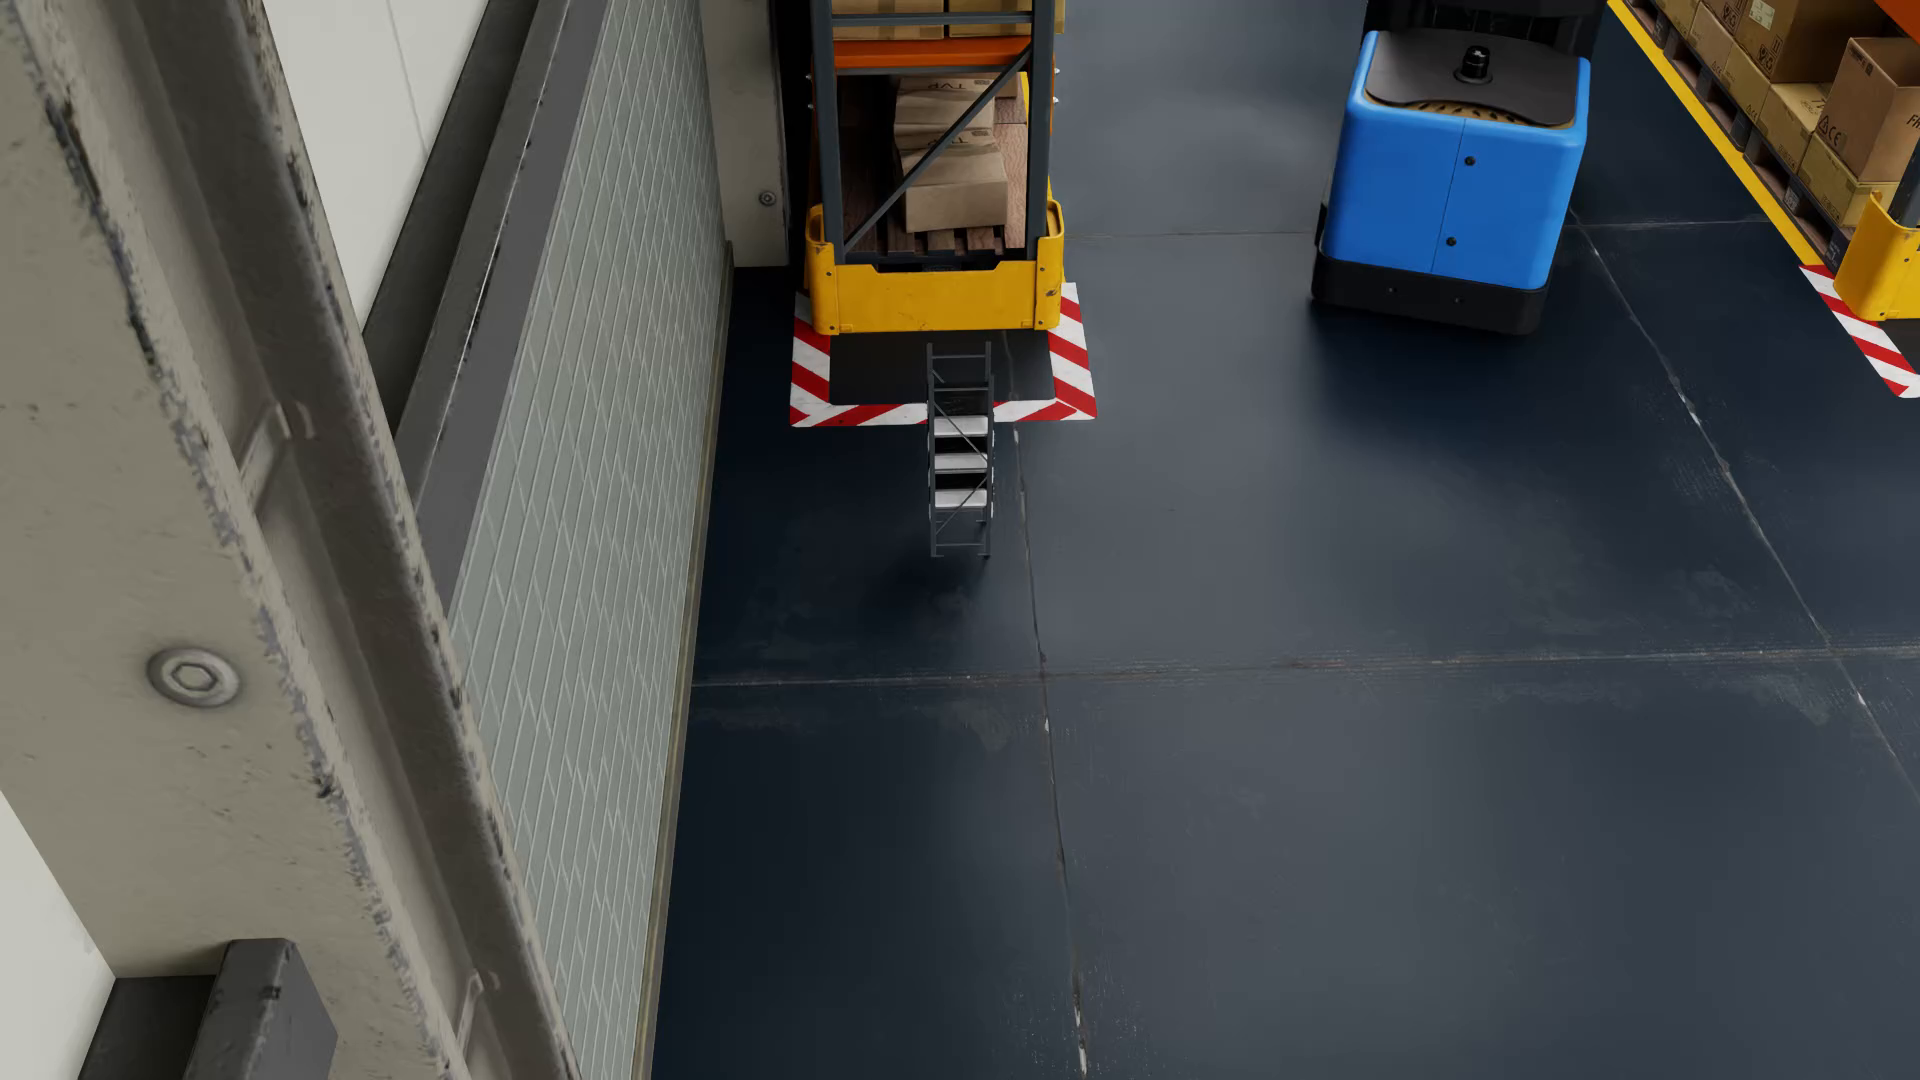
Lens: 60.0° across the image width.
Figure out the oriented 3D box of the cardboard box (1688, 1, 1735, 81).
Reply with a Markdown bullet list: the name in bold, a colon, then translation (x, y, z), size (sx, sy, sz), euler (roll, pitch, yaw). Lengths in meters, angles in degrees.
- **cardboard box**: translation (4.442, -2.799, 9.308), size (0.500, 0.250, 0.500), euler (-2, 43, -2)

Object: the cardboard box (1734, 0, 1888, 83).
- **cardboard box**: translation (4.458, -2.738, 8.686), size (0.500, 0.500, 0.500), euler (-2, 43, -2)

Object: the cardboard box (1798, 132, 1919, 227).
- **cardboard box**: translation (4.518, -1.786, 8.203), size (0.500, 0.250, 0.500), euler (-2, 43, -2)

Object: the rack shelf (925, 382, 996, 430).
- **rack shelf**: translation (0.000, -0.512, 6.292), size (0.258, 0.077, 0.200), euler (-2, 43, -2)

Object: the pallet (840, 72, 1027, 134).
- **pallet**: translation (-0.165, -2.542, 9.366), size (1.003, 0.211, 1.213), euler (-2, 43, -2)

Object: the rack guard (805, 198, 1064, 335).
- **rack guard**: translation (-0.117, -1.277, 7.773), size (1.175, 0.500, 0.348), euler (-2, 43, -2)

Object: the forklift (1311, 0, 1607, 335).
- **forklift**: translation (2.592, -3.038, 7.895), size (1.130, 2.935, 3.031), euler (12, 44, 12)

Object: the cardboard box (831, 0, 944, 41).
- **cardboard box**: translation (-0.327, -2.409, 7.255), size (0.500, 0.250, 0.500), euler (-1, 43, -1)

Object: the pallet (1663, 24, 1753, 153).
- **pallet**: translation (4.713, -2.601, 9.431), size (1.003, 0.211, 1.213), euler (-2, 43, -2)

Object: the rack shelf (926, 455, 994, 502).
- **rack shelf**: translation (0.000, -0.246, 6.535), size (0.258, 0.077, 0.200), euler (-2, 43, -2)

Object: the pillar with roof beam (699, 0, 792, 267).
- **pillar with roof beam**: translation (3.294, -4.930, 5.469), size (9.100, 9.000, 0.400), euler (-2, 43, -2)

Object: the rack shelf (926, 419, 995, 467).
- **rack shelf**: translation (0.000, -0.379, 6.414), size (0.258, 0.077, 0.200), euler (-2, 43, -2)

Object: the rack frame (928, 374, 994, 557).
- **rack frame**: translation (0.004, -0.269, 6.377), size (0.240, 0.900, 0.006), euler (-2, 43, -2)

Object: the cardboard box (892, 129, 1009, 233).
- **cardboard box**: translation (-0.053, -1.788, 8.145), size (0.500, 0.311, 0.500), euler (-6, 43, -7)

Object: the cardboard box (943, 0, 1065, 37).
- **cardboard box**: translation (0.183, -2.438, 7.286), size (0.500, 0.250, 0.500), euler (-3, 43, -3)

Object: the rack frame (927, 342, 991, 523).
- **rack frame**: translation (-0.005, -0.406, 6.527), size (0.240, 0.900, 0.006), euler (-2, 43, -2)

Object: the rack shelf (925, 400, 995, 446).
- **rack shelf**: translation (0.000, -0.445, 6.353), size (0.258, 0.077, 0.200), euler (-2, 43, -2)

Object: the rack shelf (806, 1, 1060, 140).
- **rack shelf**: translation (-0.198, -3.232, 8.589), size (1.077, 0.370, 4.000), euler (-2, 43, -2)

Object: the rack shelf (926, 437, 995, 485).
- **rack shelf**: translation (0.000, -0.313, 6.474), size (0.258, 0.077, 0.200), euler (-2, 43, -2)

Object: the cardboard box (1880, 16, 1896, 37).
- **cardboard box**: translation (4.978, -2.752, 8.702), size (0.500, 0.500, 0.500), euler (-2, 43, -2)

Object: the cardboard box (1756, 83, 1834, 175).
- **cardboard box**: translation (4.484, -2.124, 8.571), size (0.500, 0.250, 0.500), euler (-2, 43, -2)

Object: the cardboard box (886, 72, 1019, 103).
- **cardboard box**: translation (-0.058, -2.739, 9.043), size (0.700, 0.500, 0.500), euler (-4, 43, -4)

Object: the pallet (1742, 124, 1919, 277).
- **pallet**: translation (4.761, -1.779, 8.534), size (1.003, 0.211, 1.213), euler (-2, 43, -2)

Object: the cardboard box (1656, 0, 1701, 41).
- **cardboard box**: translation (4.415, -3.136, 9.676), size (0.500, 0.250, 0.500), euler (-2, 43, -2)

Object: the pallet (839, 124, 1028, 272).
- **pallet**: translation (-0.116, -1.720, 8.470), size (1.003, 0.211, 1.213), euler (-2, 43, -2)

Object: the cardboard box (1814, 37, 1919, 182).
- **cardboard box**: translation (4.516, -2.063, 7.950), size (0.500, 0.500, 0.500), euler (-2, 43, -2)

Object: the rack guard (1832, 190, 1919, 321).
- **rack guard**: translation (4.837, -1.354, 7.857), size (1.175, 0.500, 0.348), euler (-2, 43, -2)

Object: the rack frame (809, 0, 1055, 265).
- **rack frame**: translation (-0.113, -2.147, 6.872), size (1.000, 3.000, 0.127), euler (-2, 43, -2)

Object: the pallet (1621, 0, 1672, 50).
- **pallet**: translation (4.658, -3.426, 10.332), size (1.003, 0.211, 1.213), euler (-2, 43, -2)

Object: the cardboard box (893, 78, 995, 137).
- **cardboard box**: translation (-0.077, -2.173, 8.565), size (0.500, 0.311, 0.500), euler (2, 43, 2)

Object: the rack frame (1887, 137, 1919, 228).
- **rack frame**: translation (4.836, -2.292, 7.030), size (1.000, 3.000, 0.127), euler (-2, 43, -2)

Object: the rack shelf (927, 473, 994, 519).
- **rack shelf**: translation (0.000, -0.180, 6.596), size (0.258, 0.077, 0.200), euler (-2, 43, -2)

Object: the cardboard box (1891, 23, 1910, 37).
- **cardboard box**: translation (5.012, -2.415, 8.334), size (0.500, 0.500, 0.500), euler (-2, 43, -2)

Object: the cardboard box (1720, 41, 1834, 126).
- **cardboard box**: translation (4.461, -2.461, 8.939), size (0.500, 0.250, 0.500), euler (-2, 43, -2)

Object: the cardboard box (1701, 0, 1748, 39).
- **cardboard box**: translation (4.438, -3.075, 9.054), size (0.500, 0.500, 0.500), euler (-2, 43, -2)

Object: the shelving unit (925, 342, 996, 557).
- **shelving unit**: translation (0.000, -0.337, 6.452), size (0.258, 0.900, 0.210), euler (-2, 43, -2)
